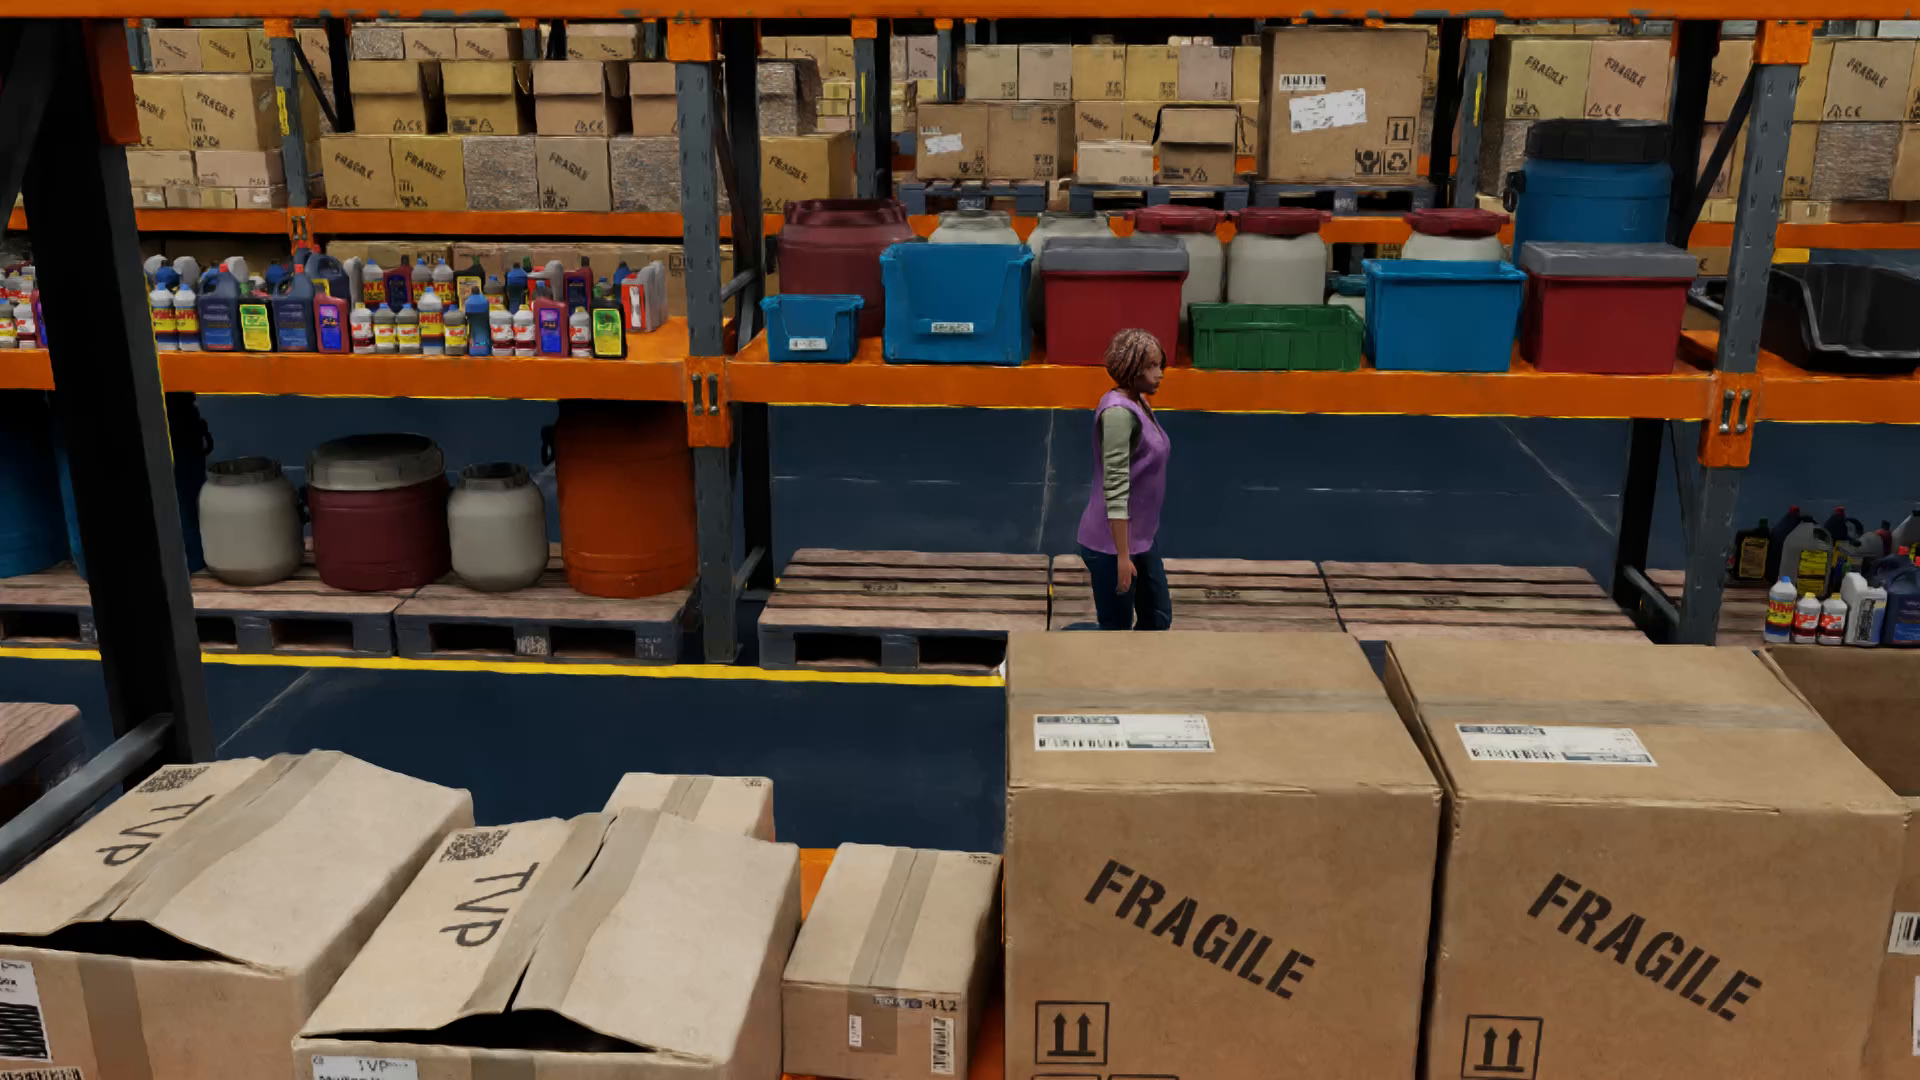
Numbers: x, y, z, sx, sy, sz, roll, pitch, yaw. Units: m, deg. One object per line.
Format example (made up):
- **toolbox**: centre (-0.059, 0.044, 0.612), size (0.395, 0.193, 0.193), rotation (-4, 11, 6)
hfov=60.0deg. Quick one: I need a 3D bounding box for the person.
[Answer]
- **person**: centre (0.541, -0.010, 6.088), size (0.797, 1.561, 0.467), rotation (5, 19, 16)
